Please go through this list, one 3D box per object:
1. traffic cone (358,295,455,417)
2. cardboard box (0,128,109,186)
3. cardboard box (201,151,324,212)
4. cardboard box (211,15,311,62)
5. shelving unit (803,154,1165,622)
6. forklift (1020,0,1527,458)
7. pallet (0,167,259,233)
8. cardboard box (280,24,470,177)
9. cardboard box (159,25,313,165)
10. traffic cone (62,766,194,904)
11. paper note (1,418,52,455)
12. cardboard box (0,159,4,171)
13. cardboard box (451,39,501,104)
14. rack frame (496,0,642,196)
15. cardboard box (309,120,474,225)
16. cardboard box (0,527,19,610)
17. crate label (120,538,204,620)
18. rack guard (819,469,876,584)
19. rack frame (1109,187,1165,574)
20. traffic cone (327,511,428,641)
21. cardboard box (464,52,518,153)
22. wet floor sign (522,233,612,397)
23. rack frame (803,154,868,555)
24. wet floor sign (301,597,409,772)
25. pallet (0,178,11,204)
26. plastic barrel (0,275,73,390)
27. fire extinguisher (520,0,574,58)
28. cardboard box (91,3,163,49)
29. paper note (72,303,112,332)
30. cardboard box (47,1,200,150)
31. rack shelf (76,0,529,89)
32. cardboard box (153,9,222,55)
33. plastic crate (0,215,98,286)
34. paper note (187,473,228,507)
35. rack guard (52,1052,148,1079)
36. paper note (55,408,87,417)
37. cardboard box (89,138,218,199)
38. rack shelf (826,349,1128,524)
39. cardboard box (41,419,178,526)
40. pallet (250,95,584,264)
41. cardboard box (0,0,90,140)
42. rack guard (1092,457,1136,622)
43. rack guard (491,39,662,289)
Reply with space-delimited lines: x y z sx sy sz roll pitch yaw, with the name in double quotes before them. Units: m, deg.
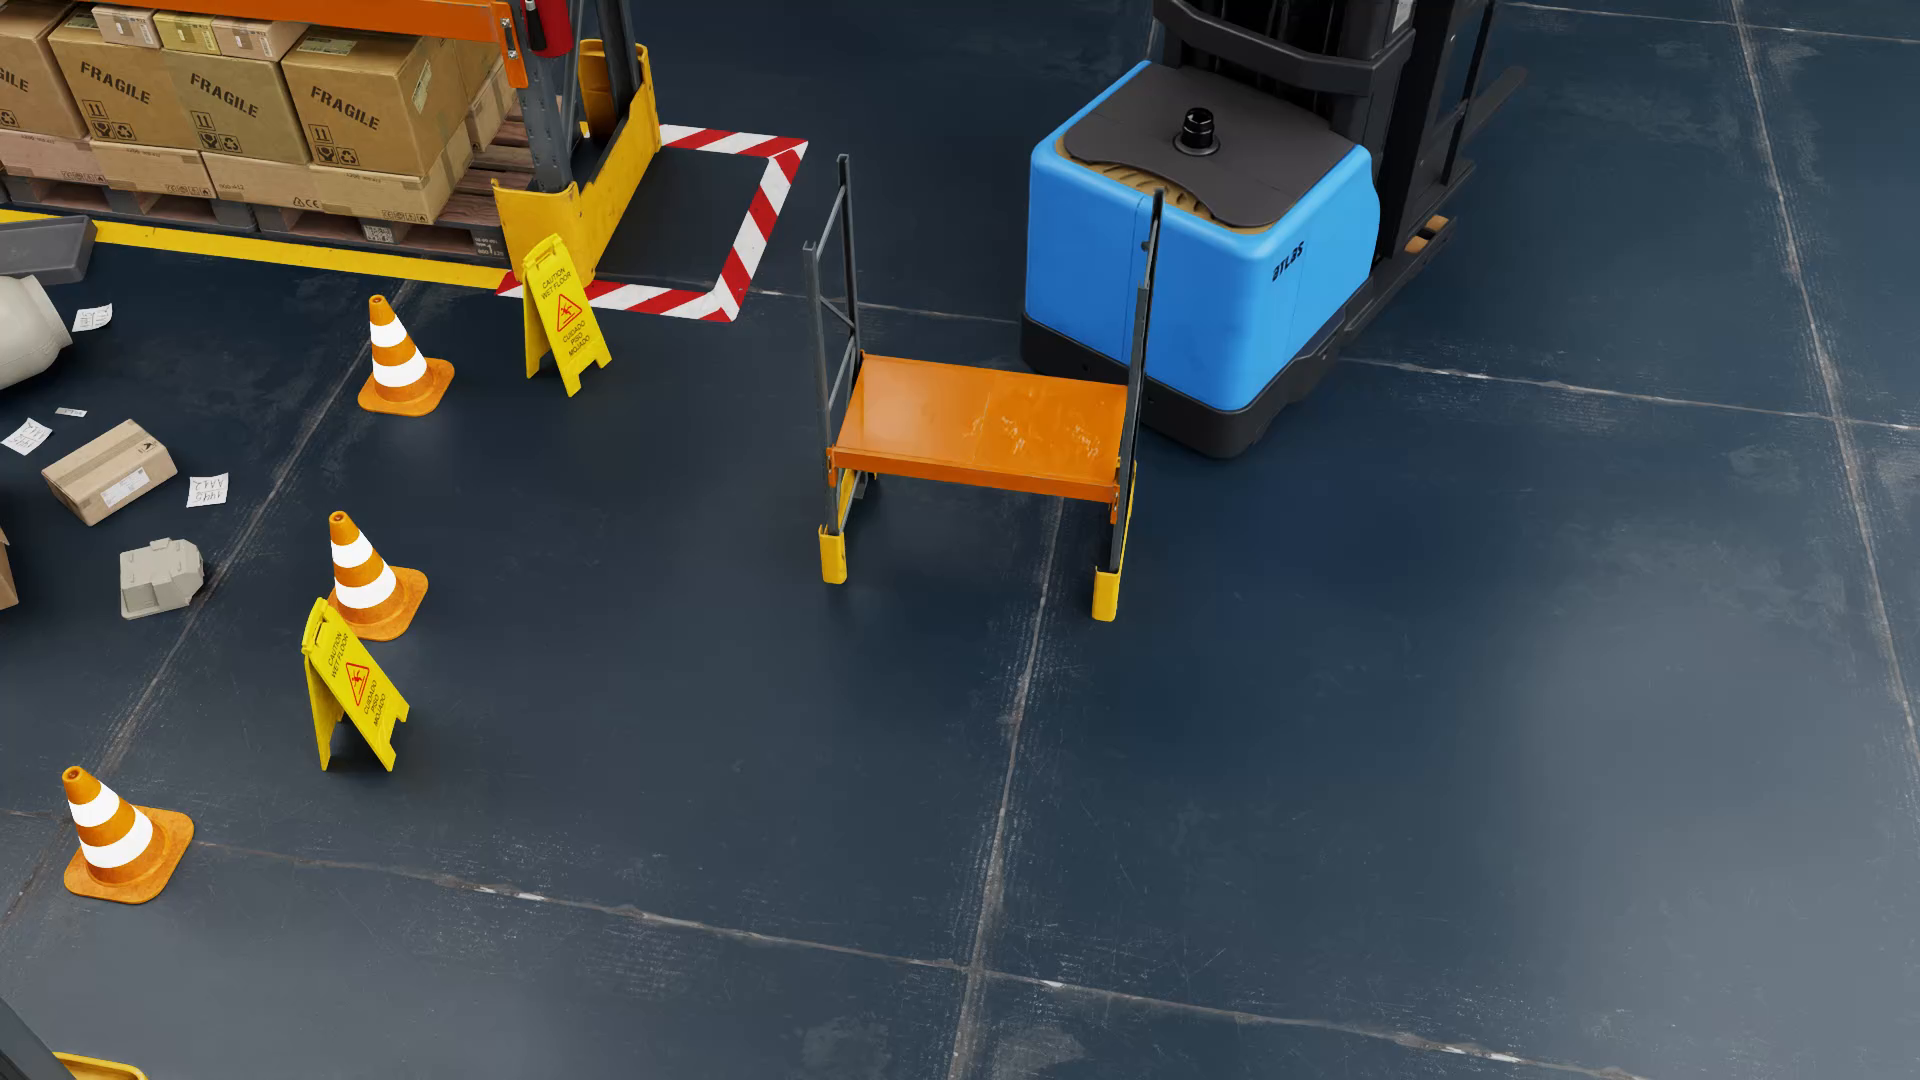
"traffic cone" -2.266 -0.784 6.644 0.334 0.463 0.336 8 49 7
"cardboard box" -3.968 -1.864 7.474 0.500 0.250 0.500 7 48 6
"cardboard box" -2.966 -1.725 7.350 0.500 0.250 0.500 8 49 7
"cardboard box" -2.822 -2.123 6.767 0.250 0.149 0.380 9 49 8
"shelving unit" 0.075 -0.491 5.683 1.083 1.500 0.587 8 49 7
"forklift" 1.539 -2.346 6.387 1.130 2.935 3.031 30 54 24
"pallet" -3.679 -1.894 7.810 1.213 0.211 1.003 8 49 7
"cardboard box" -2.449 -1.907 7.009 0.500 0.500 0.500 8 49 7
"cardboard box" -2.963 -1.973 7.068 0.500 0.500 0.500 9 49 8
"traffic cone" -2.665 0.855 5.170 0.334 0.463 0.336 8 49 7
"paper note" -3.707 -0.414 6.609 0.142 0.019 0.148 23 52 20
"cardboard box" -4.490 -1.932 7.536 0.500 0.250 0.500 10 49 9
"cardboard box" -2.382 -2.303 7.365 0.500 0.500 0.500 6 48 6
"rack frame" -1.614 -2.520 6.497 0.127 3.000 1.000 8 49 7
"cardboard box" -2.481 -1.654 7.286 0.500 0.250 0.500 7 48 7
"cardboard box" -3.793 -0.064 5.970 0.637 0.503 0.797 -23 52 -19
"crate label" -2.914 0.123 6.047 0.298 0.136 0.250 -15 50 -13
"rack guard" -0.415 -0.139 6.207 0.087 0.250 0.587 8 49 7
"rack frame" 0.584 -0.423 5.622 0.032 1.500 0.500 8 49 7
"traffic cone" -2.129 0.073 5.873 0.334 0.463 0.336 8 49 7
"cardboard box" -2.358 -2.050 7.642 0.500 0.250 0.500 7 48 7
"wet floor sign" -1.617 -0.924 6.647 0.232 0.644 0.267 23 52 20
"rack frame" -0.416 -0.557 5.742 0.032 1.500 0.500 8 49 7
"wet floor sign" -2.014 0.459 5.404 0.232 0.644 0.267 0 48 0
"pallet" -4.883 -2.054 7.953 1.213 0.211 1.003 8 49 7
"plastic barrel" -3.916 -0.824 6.705 0.512 0.421 0.421 -32 55 -25
"fire extinguisher" -1.583 -2.141 6.209 0.183 0.674 0.296 8 49 7
"cardboard box" -3.328 -2.195 6.831 0.250 0.149 0.380 10 49 8
"paper note" -3.696 -0.949 7.082 0.148 0.019 0.142 -7 48 -7
"cardboard box" -3.458 -2.045 7.133 0.500 0.500 0.500 7 48 6
"rack shelf" -3.582 -2.544 7.003 4.000 0.370 1.077 8 49 7
"cardboard box" -3.069 -2.158 6.799 0.250 0.149 0.380 8 49 7
"plastic crate" -4.151 -1.265 7.333 0.583 0.080 0.402 -7 48 -7
"paper note" -2.898 -0.195 6.405 0.142 0.019 0.148 -7 48 -7
"rack guard" -2.371 1.956 4.157 0.348 0.500 1.175 8 49 7
"paper note" -3.586 -0.516 6.706 0.123 0.001 0.032 8 49 7
"cardboard box" -3.481 -1.790 7.408 0.500 0.250 0.500 6 48 5
"rack shelf" 0.084 -0.370 5.816 1.000 0.185 0.538 8 49 7
"cardboard box" -3.262 -0.261 6.385 0.250 0.149 0.380 32 56 26
"pallet" -2.482 -1.731 7.663 1.213 0.211 1.003 8 49 7
"cardboard box" -3.979 -2.113 7.194 0.500 0.500 0.500 10 49 9
"rack guard" 0.565 -0.008 6.089 0.087 0.250 0.587 8 49 7
"rack guard" -1.689 -1.694 7.436 0.348 0.500 1.175 8 49 7
